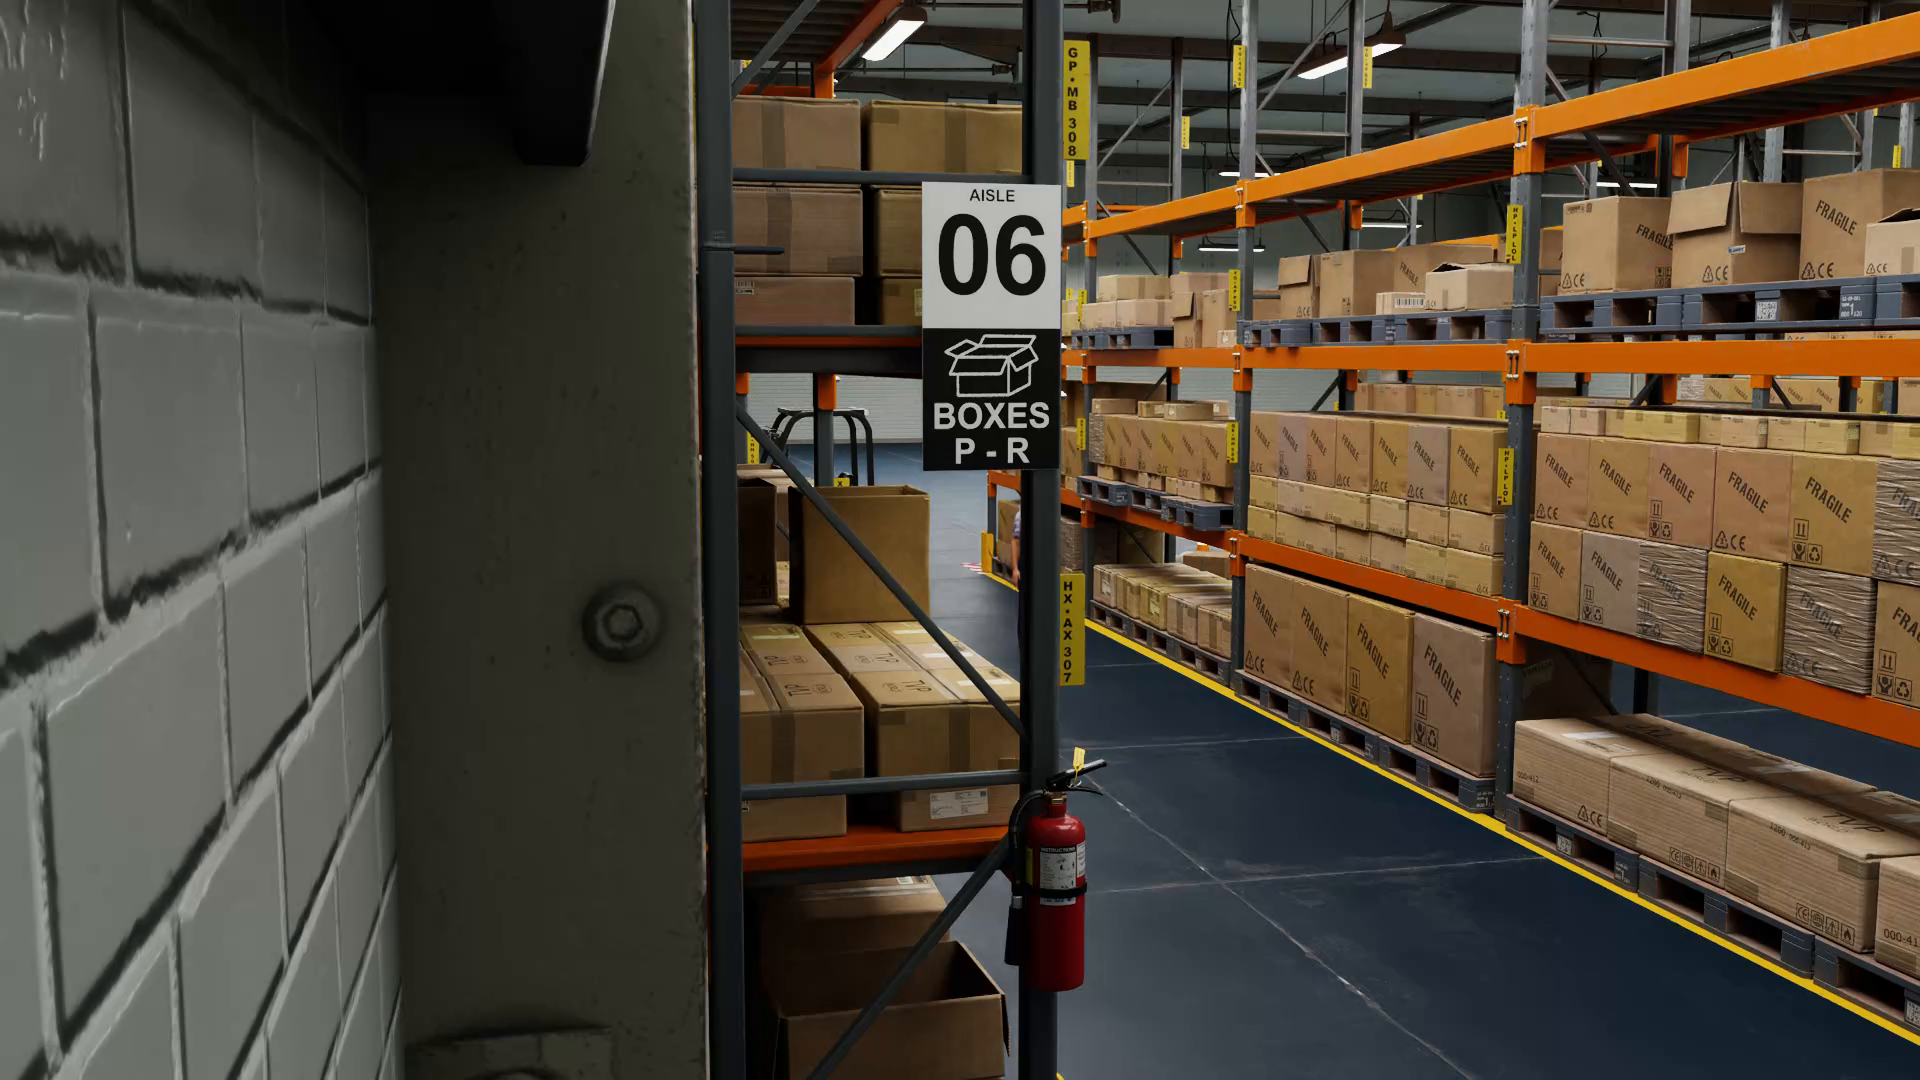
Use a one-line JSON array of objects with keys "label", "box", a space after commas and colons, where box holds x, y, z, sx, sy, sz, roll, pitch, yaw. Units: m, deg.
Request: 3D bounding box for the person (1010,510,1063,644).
[{"label": "person", "box": [0.710, 0.264, 15.102, 0.520, 1.595, 1.036, -1, 6, -7]}]
